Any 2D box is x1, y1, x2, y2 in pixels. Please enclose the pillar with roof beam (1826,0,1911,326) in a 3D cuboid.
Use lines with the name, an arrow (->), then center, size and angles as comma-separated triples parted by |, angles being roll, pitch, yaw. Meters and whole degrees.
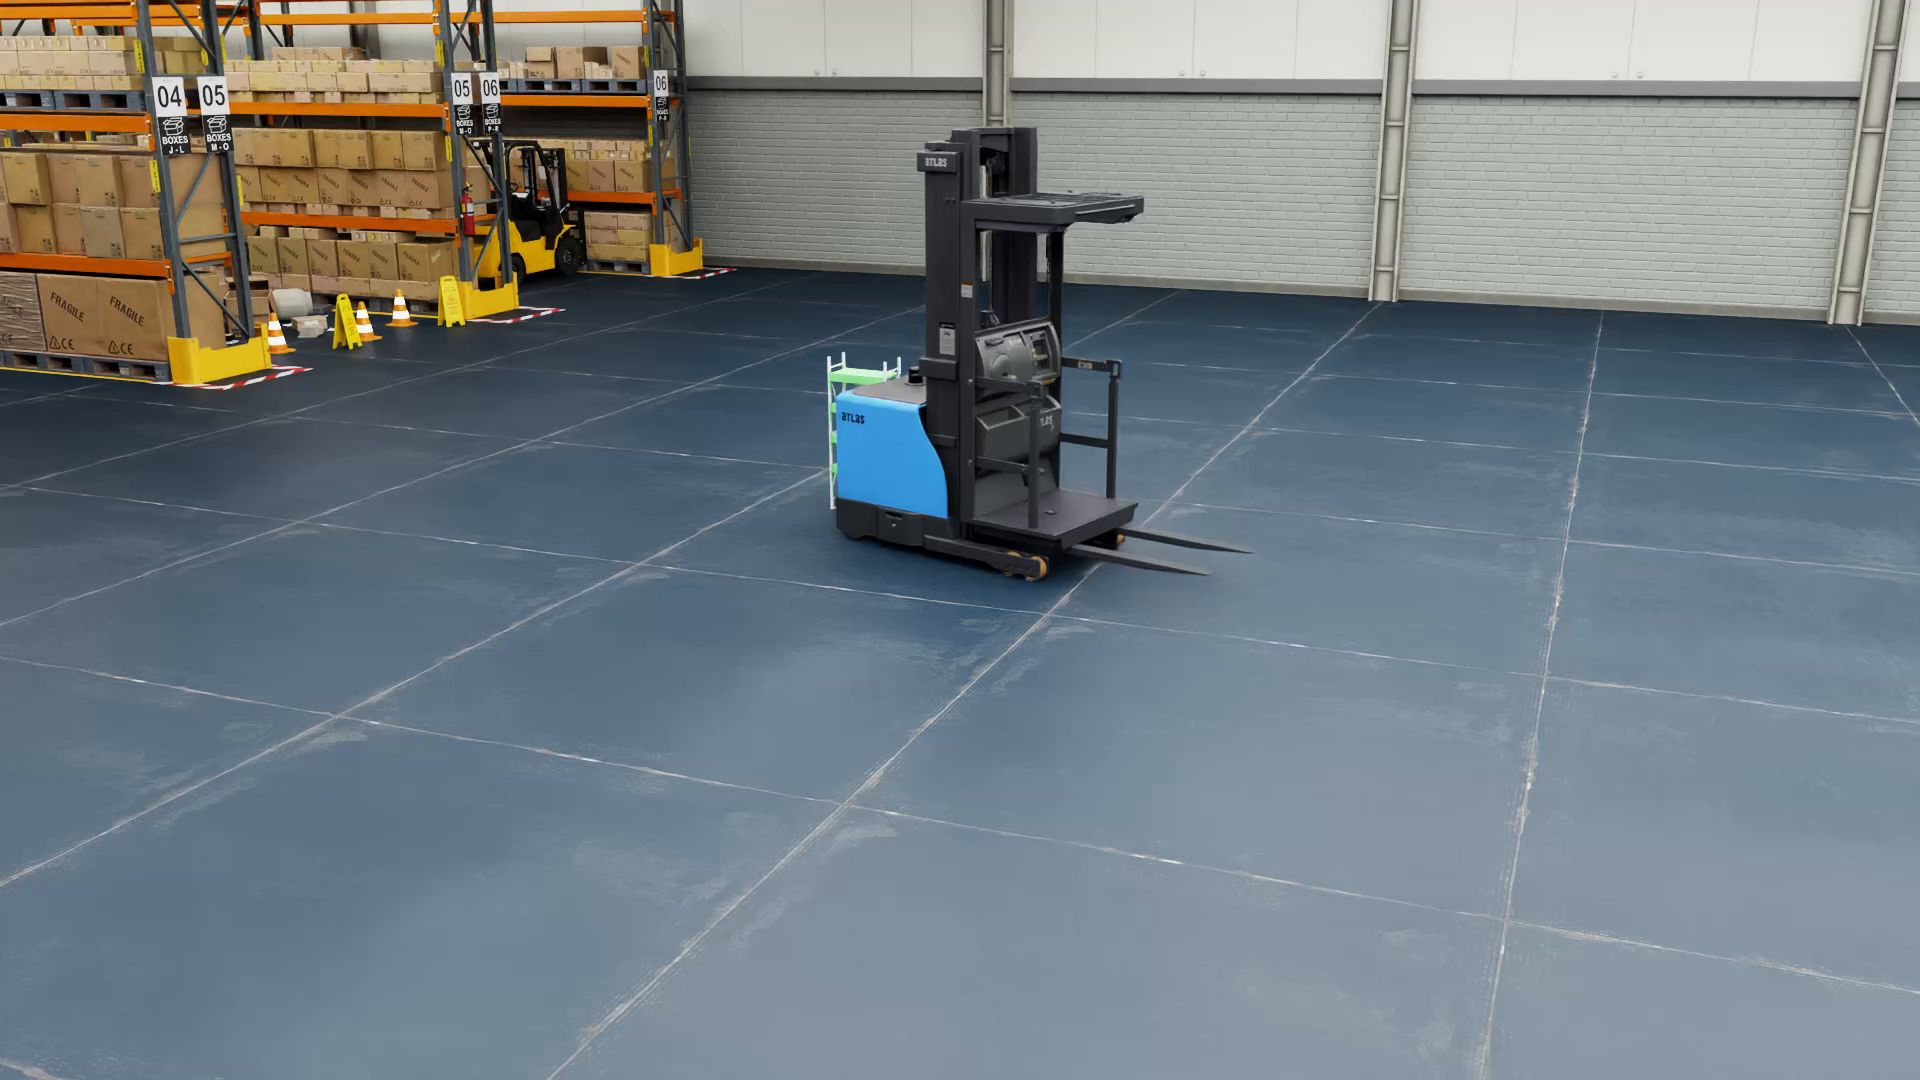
pillar with roof beam -> 10.169, -6.091, 17.013 | 0.400, 9.000, 9.100 | 6, 17, 21

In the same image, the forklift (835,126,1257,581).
forklift -> 0.573, -1.297, 11.383 | 3.031, 2.935, 1.130 | 12, 20, 35

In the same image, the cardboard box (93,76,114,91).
cardboard box -> -8.887, -4.822, 17.542 | 0.250, 0.149, 0.380 | 6, 17, 21

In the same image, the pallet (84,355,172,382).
pallet -> -8.991, -2.003, 18.694 | 1.213, 0.211, 1.003 | 6, 17, 21

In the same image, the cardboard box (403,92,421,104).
cardboard box -> -7.175, -5.875, 22.102 | 0.250, 0.149, 0.380 | 6, 17, 21

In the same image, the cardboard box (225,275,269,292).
cardboard box -> -9.720, -3.322, 22.716 | 0.500, 0.500, 0.500 | -9, 18, -27

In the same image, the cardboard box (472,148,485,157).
cardboard box -> -7.958, -6.504, 27.855 | 0.250, 0.149, 0.380 | 7, 17, 22

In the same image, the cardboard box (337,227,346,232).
cardboard box -> -10.935, -5.610, 29.623 | 0.625, 0.625, 0.875 | 7, 18, 22

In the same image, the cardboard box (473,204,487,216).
cardboard box -> -6.737, -4.542, 22.891 | 0.250, 0.149, 0.380 | 6, 17, 21

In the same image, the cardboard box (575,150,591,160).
cardboard box -> -6.064, -6.289, 27.114 | 0.250, 0.149, 0.380 | 6, 17, 19

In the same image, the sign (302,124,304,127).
sign -> -11.920, -7.381, 30.142 | 0.005, 0.325, 0.100 | 6, 17, 21

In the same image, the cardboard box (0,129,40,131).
cardboard box -> -17.844, -7.660, 31.571 | 0.500, 0.500, 0.500 | 7, 18, 22

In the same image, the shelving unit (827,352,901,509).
shelving unit -> -0.732, -0.816, 12.832 | 0.503, 1.200, 0.258 | 8, 18, 25

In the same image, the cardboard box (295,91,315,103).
cardboard box -> -8.851, -6.054, 22.716 | 0.250, 0.149, 0.380 | 6, 17, 20

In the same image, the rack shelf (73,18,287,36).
rack shelf -> -13.981, -9.229, 29.830 | 4.000, 0.370, 1.077 | 6, 17, 21

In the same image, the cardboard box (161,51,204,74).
cardboard box -> -8.574, -5.157, 17.982 | 0.500, 0.250, 0.500 | 6, 17, 21

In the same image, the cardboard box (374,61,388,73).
cardboard box -> -7.607, -6.333, 22.247 | 0.250, 0.149, 0.380 | 6, 17, 21

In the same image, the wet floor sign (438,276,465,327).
wet floor sign -> -6.713, -3.147, 21.857 | 0.232, 0.644, 0.267 | 14, 21, 40

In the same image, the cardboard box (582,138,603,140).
cardboard box -> -6.082, -6.615, 27.705 | 0.250, 0.149, 0.380 | 6, 17, 19

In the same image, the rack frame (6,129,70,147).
rack frame -> -13.939, -5.393, 25.370 | 0.127, 3.000, 1.000 | 6, 17, 21

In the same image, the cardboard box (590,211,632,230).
cardboard box -> -5.699, -5.241, 27.231 | 0.500, 0.250, 0.500 | 7, 17, 22

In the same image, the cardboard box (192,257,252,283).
cardboard box -> -10.707, -3.977, 24.451 | 0.625, 0.372, 0.950 | 7, 17, 21

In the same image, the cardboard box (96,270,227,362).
cardboard box -> -8.874, -2.514, 18.511 | 0.875, 0.875, 0.875 | 6, 17, 21

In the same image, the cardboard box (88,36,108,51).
cardboard box -> -8.889, -5.205, 17.431 | 0.250, 0.149, 0.380 | 6, 17, 21

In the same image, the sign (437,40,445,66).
sign -> -6.719, -6.299, 21.521 | 0.005, 0.325, 0.100 | 6, 17, 21

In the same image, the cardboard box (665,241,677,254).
cardboard box -> -5.064, -4.845, 27.660 | 0.500, 0.250, 0.500 | 6, 17, 21

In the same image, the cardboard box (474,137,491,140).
cardboard box -> -7.929, -6.666, 27.878 | 0.250, 0.149, 0.380 | 7, 17, 21

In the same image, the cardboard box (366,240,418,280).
cardboard box -> -7.824, -3.883, 23.002 | 0.500, 0.500, 0.500 | 7, 18, 23

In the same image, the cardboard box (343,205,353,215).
cardboard box -> -8.338, -4.598, 23.083 | 0.250, 0.149, 0.380 | 6, 17, 21

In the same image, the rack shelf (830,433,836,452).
rack shelf -> -0.732, -0.755, 12.850 | 0.480, 0.148, 0.258 | 8, 18, 25

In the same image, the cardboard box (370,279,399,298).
cardboard box -> -7.826, -3.524, 23.110 | 0.500, 0.250, 0.500 | 6, 17, 21

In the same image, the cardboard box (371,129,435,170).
cardboard box -> -7.520, -5.295, 22.527 | 0.500, 0.500, 0.700 | 6, 17, 21

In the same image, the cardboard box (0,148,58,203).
cardboard box -> -10.603, -4.117, 18.768 | 0.550, 0.550, 0.875 | 6, 17, 21

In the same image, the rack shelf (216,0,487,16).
rack shelf -> -8.357, -7.313, 22.520 | 4.000, 0.370, 1.077 | 6, 17, 21

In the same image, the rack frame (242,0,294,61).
rack frame -> -12.121, -9.562, 28.970 | 0.127, 3.000, 1.000 | 6, 17, 21

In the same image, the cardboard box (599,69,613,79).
cardboard box -> -5.561, -7.438, 26.552 | 0.250, 0.149, 0.380 | 6, 17, 19

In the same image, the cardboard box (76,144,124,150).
cardboard box -> -12.621, -5.575, 24.533 | 0.500, 0.500, 0.500 | 7, 17, 22

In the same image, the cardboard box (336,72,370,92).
cardboard box -> -8.023, -6.172, 22.409 | 0.500, 0.250, 0.500 | 7, 18, 22

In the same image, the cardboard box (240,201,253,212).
cardboard box -> -10.042, -4.748, 23.598 | 0.250, 0.149, 0.380 | 6, 17, 20

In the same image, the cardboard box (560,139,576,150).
cardboard box -> -6.313, -6.451, 27.139 | 0.250, 0.149, 0.380 | 7, 17, 22

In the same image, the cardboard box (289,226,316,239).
cardboard box -> -9.195, -4.326, 23.364 | 0.250, 0.149, 0.380 | 7, 18, 23

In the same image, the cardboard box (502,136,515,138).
cardboard box -> -7.774, -6.783, 28.283 | 0.250, 0.149, 0.380 | 6, 17, 19

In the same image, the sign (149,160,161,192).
sign -> -8.431, -3.811, 17.419 | 0.005, 0.325, 0.100 | 6, 17, 21

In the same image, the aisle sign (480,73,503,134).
aisle sign -> -6.325, -5.897, 22.444 | 0.004, 0.787, 0.394 | 6, 17, 21

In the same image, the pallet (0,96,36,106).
pallet -> -11.183, -5.001, 18.800 | 1.213, 0.211, 1.003 | 6, 17, 21

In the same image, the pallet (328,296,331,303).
pallet -> -9.580, -3.585, 24.144 | 1.213, 0.211, 1.003 | 6, 17, 21

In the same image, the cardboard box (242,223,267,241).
cardboard box -> -12.593, -5.670, 30.053 | 0.500, 0.500, 0.500 | 7, 18, 22

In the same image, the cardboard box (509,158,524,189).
cardboard box -> -7.121, -6.106, 27.647 | 0.500, 0.500, 0.500 | 6, 17, 20

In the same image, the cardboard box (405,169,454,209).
cardboard box -> -7.103, -4.750, 22.441 | 0.500, 0.500, 0.500 | 6, 17, 20

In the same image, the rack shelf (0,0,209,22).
rack shelf -> -10.079, -5.829, 18.118 | 4.000, 0.370, 1.077 | 6, 17, 21

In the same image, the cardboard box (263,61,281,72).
cardboard box -> -9.315, -6.488, 22.781 | 0.250, 0.149, 0.380 | 6, 17, 20
